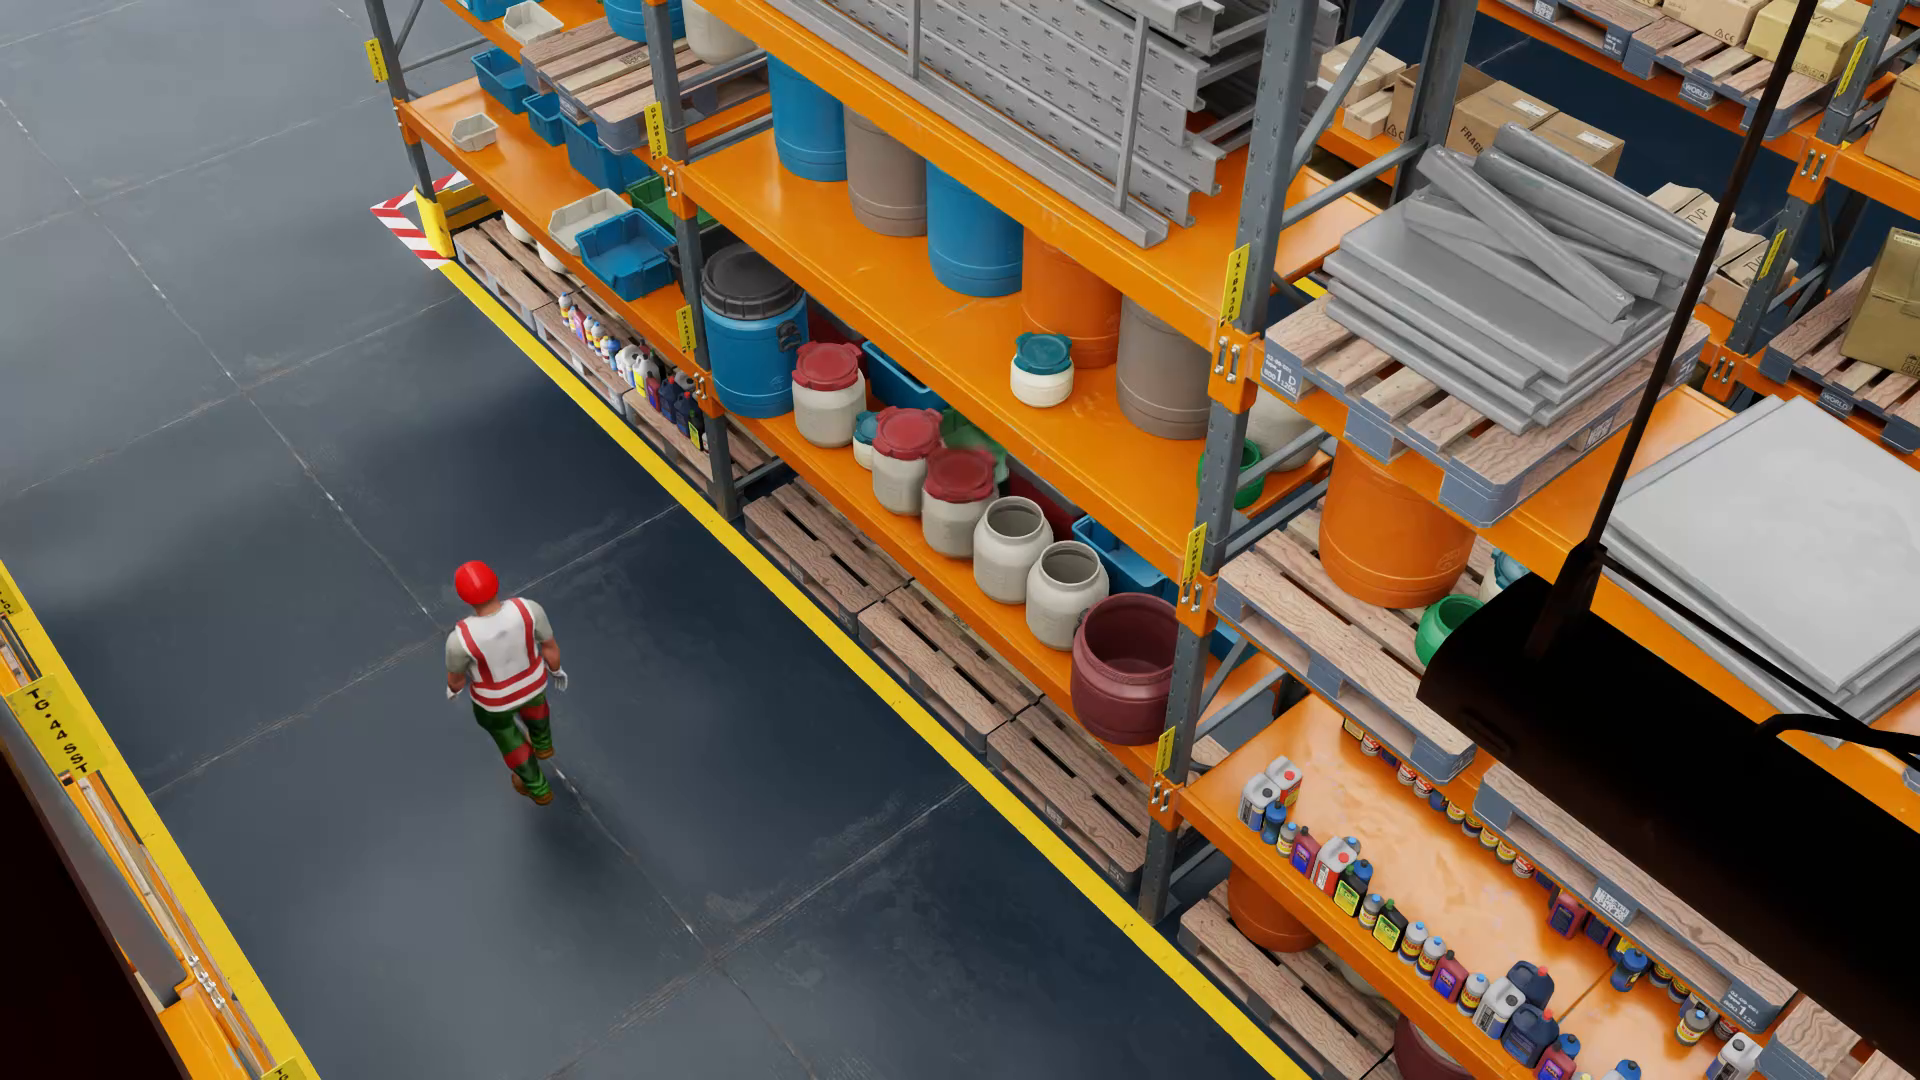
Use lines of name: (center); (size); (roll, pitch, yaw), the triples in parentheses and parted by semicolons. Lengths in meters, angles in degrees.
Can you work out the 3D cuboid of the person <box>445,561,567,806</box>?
person: (-2.408, 0.721, 8.792); (0.583, 1.708, 0.574); (-28, 53, -24)
